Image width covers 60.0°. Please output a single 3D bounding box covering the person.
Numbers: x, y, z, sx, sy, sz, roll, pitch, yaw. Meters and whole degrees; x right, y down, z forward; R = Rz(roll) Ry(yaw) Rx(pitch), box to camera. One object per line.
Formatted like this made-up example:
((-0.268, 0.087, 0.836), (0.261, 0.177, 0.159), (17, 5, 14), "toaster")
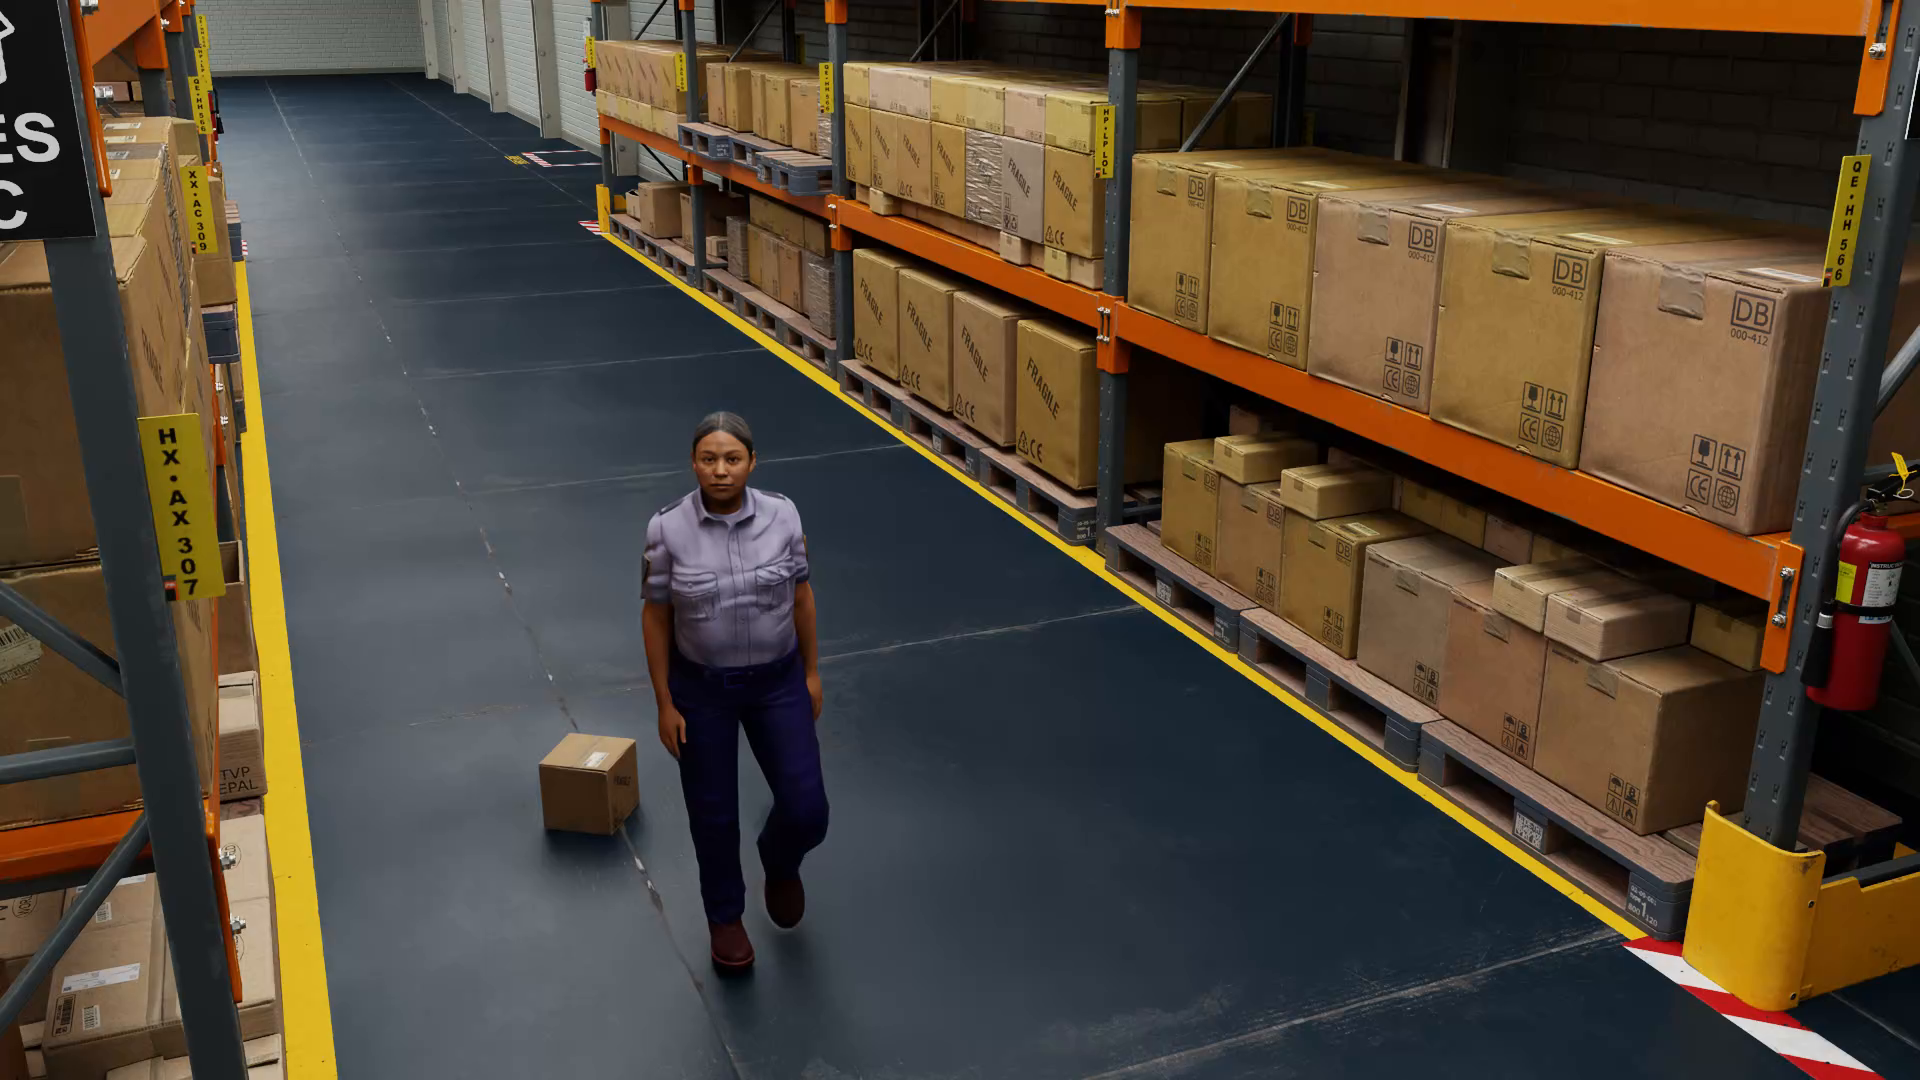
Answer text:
((-0.630, 0.442, 4.725), (0.510, 1.648, 0.458), (-5, 20, -13), "person")
